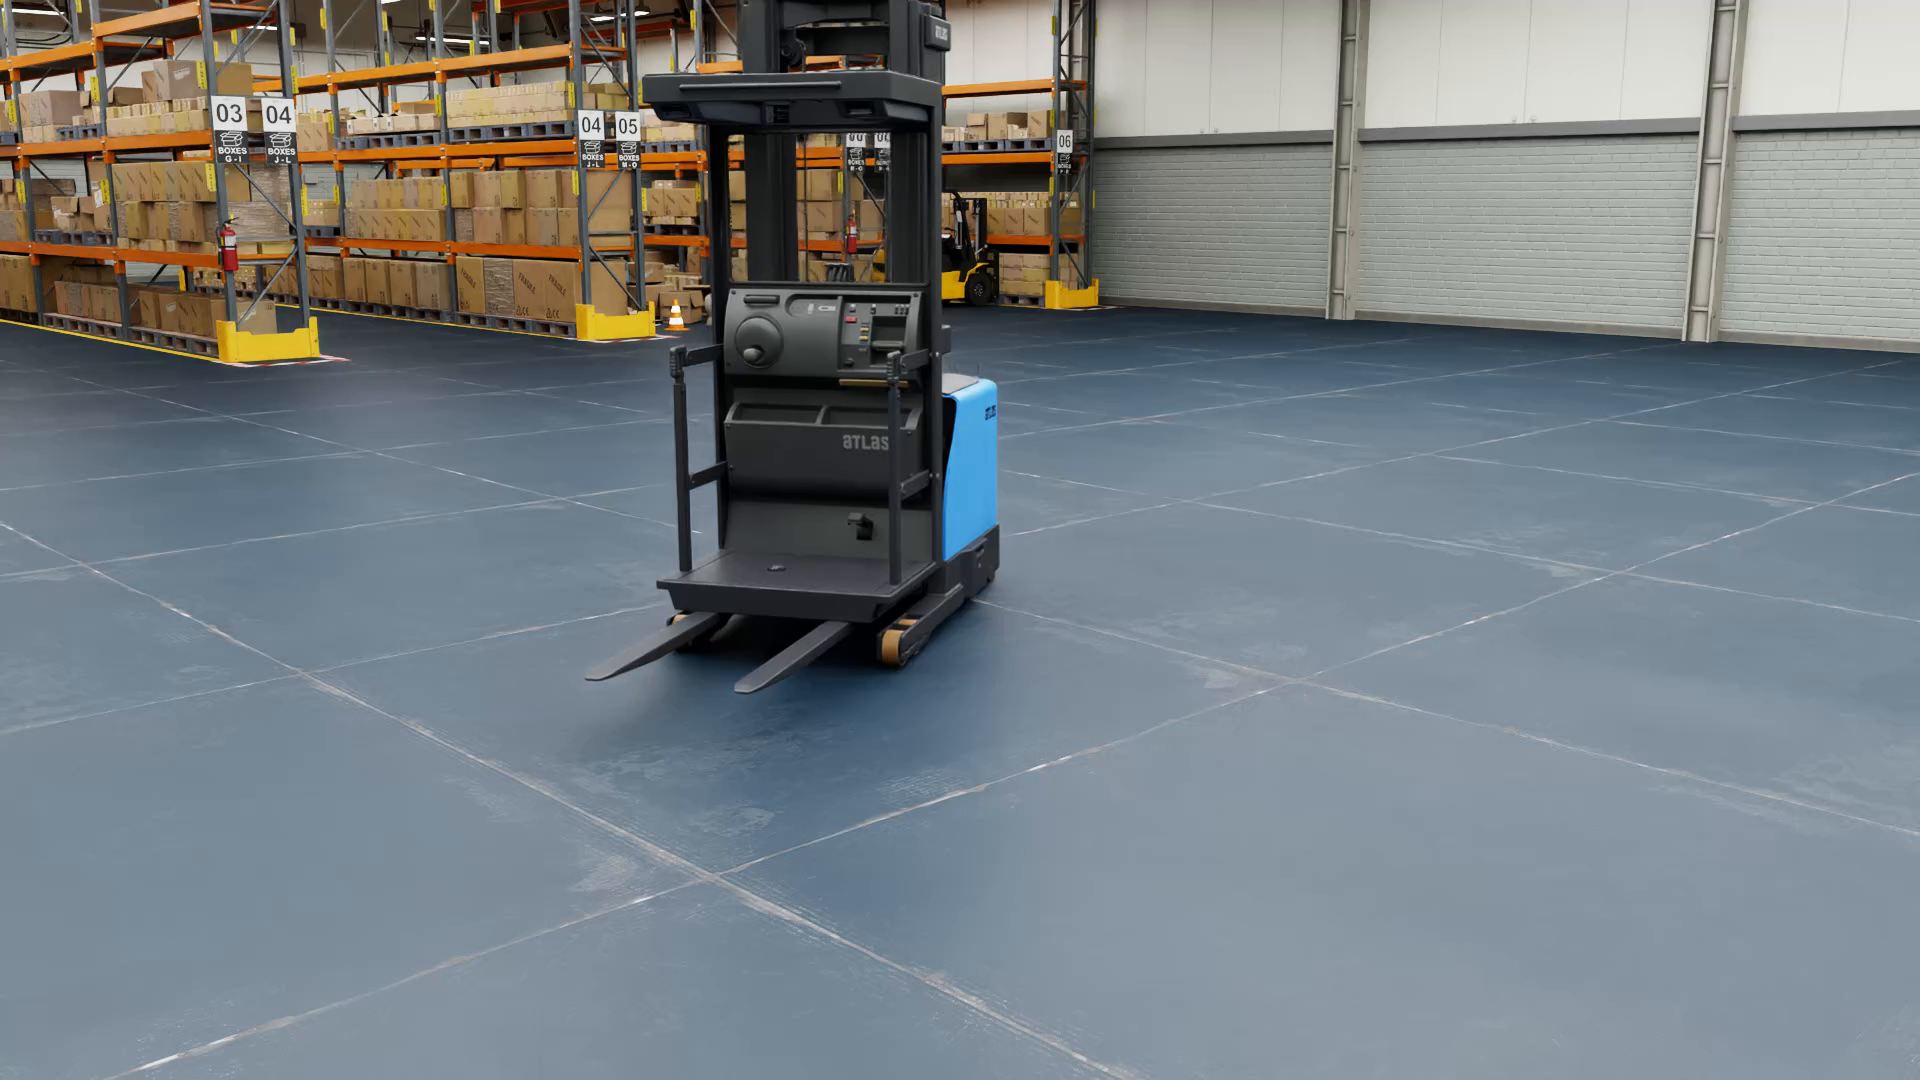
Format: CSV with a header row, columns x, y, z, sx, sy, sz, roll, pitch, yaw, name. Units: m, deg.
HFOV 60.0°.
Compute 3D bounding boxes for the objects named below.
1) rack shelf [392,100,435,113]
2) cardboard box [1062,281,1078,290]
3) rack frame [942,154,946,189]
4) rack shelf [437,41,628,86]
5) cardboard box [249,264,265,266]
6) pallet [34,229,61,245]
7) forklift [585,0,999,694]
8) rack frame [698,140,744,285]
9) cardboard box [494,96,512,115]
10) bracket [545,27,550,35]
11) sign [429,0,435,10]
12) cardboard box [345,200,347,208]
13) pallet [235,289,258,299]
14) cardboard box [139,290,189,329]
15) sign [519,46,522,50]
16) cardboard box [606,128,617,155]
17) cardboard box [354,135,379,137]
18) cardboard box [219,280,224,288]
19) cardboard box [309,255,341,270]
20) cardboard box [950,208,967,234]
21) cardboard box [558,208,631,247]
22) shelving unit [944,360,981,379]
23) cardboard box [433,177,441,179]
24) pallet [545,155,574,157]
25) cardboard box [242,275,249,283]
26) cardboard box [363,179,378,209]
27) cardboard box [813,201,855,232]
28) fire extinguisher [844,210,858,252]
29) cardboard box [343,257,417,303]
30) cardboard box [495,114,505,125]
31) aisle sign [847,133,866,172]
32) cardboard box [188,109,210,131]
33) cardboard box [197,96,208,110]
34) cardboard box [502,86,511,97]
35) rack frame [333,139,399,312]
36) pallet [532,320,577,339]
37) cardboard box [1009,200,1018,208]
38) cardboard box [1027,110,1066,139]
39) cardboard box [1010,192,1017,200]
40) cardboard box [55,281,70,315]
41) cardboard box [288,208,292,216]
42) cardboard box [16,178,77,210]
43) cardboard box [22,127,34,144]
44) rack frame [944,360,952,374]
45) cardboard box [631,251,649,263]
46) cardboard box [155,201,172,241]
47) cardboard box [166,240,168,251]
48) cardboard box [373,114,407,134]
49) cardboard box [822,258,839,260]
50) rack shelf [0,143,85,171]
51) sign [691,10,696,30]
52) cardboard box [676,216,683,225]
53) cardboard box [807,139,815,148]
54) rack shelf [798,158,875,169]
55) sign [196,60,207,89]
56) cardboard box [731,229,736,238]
x,y,z,sx,sy,sz,roll,pitch,yaw,name
-11.184,-9.569,36.832,1.077,0.370,4.000,-11,16,-43,rack shelf
1.874,-4.786,31.482,0.500,0.250,0.500,-11,16,-42,cardboard box
-0.690,-6.412,33.600,1.000,3.000,0.127,-11,16,-43,rack frame
-6.407,-7.113,24.911,1.077,0.370,4.000,-11,16,-43,rack shelf
-14.320,-5.553,33.980,0.250,0.149,0.380,11,16,43,cardboard box
-13.638,-4.739,25.957,1.213,0.211,1.003,-11,16,-43,pallet
-0.684,-0.970,7.357,1.130,2.935,3.031,3,12,15,forklift
-4.278,-5.720,30.240,1.000,3.000,0.127,-11,16,-43,rack frame
-6.605,-6.480,24.843,0.500,0.250,0.500,-11,16,-42,cardboard box
-10.731,-13.395,43.706,0.235,0.232,0.430,-11,16,-43,bracket
-8.172,-8.372,25.737,0.100,0.325,0.005,-11,16,-43,sign
-11.083,-6.143,30.401,0.380,0.149,0.250,-11,16,-43,cardboard box
-13.802,-4.910,33.221,1.003,0.211,1.213,-11,16,-43,pallet
-11.198,-3.256,23.437,0.500,0.500,0.500,11,16,43,cardboard box
-9.418,-10.399,35.575,0.100,0.325,0.005,-11,16,-43,sign
-6.393,-7.682,32.083,0.700,0.500,0.500,-11,16,-43,cardboard box
-10.752,-7.238,29.926,0.500,0.500,0.500,-11,16,-43,cardboard box
-14.867,-5.231,33.892,0.380,0.149,0.250,-11,16,-43,cardboard box
-11.569,-5.083,30.446,0.500,0.250,0.500,-11,16,-42,cardboard box
0.149,-6.212,32.383,0.500,0.500,0.500,-11,16,-43,cardboard box
-5.315,-4.553,24.204,0.875,0.550,0.550,-11,16,-43,cardboard box
-0.037,-0.522,9.843,0.215,1.050,0.252,-11,16,-43,shelving unit
-11.479,-8.005,36.998,0.250,0.149,0.380,11,16,44,cardboard box
-7.523,-7.767,33.210,1.213,0.211,1.003,-10,15,-40,pallet
-13.956,-5.177,32.894,0.250,0.149,0.380,11,16,42,cardboard box
-9.897,-5.997,28.861,0.700,0.500,0.500,-11,16,-43,cardboard box
-2.089,-5.371,27.565,0.500,0.500,0.500,-11,16,-44,cardboard box
-1.770,-5.017,27.022,0.296,0.674,0.183,-11,16,-43,fire extinguisher
-10.195,-4.601,29.346,1.050,0.750,0.750,-11,16,-43,cardboard box
-6.732,-6.293,24.925,0.380,0.149,0.250,-11,16,-42,cardboard box
-1.682,-6.360,26.904,0.394,0.787,0.004,-11,16,-43,aisle sign
-9.200,-5.186,20.586,0.500,0.250,0.500,-10,16,-41,cardboard box
-9.100,-5.343,20.362,0.380,0.149,0.250,-11,16,-43,cardboard box
-6.557,-6.647,24.666,0.380,0.149,0.250,-11,16,-42,cardboard box
-10.550,-5.599,29.654,1.000,3.000,0.127,-11,16,-43,rack frame
-5.634,-3.171,24.782,1.003,0.211,1.213,-11,16,-43,pallet
1.134,-6.324,31.317,0.380,0.149,0.250,-11,16,-43,cardboard box
1.590,-7.632,30.550,0.500,0.500,0.500,-10,15,-41,cardboard box
1.161,-6.476,31.320,0.380,0.149,0.250,-11,16,-42,cardboard box
-13.730,-3.819,26.118,0.500,0.500,0.700,11,16,42,cardboard box
-12.113,-6.024,30.561,0.380,0.149,0.250,-10,16,-41,cardboard box
-14.701,-5.572,26.788,0.797,0.503,0.637,-10,15,-41,cardboard box
-14.067,-6.214,25.578,0.500,0.250,0.500,-11,16,-42,cardboard box
-0.121,-0.540,9.930,0.200,1.050,0.008,-11,16,-43,rack frame
-7.769,-6.821,40.739,0.500,0.500,0.500,-11,16,-42,cardboard box
-10.126,-4.244,22.090,0.875,0.500,0.500,-11,16,-43,cardboard box
-10.263,-3.895,22.007,0.380,0.149,0.250,-11,16,-43,cardboard box
-9.509,-6.995,27.928,0.500,0.311,0.500,-11,16,-44,cardboard box
-2.254,-4.598,28.708,0.500,0.500,0.500,11,16,43,cardboard box
-15.589,-6.331,27.557,1.077,0.370,4.000,-11,16,-43,rack shelf
-4.675,-9.115,29.145,0.100,0.325,0.005,-11,16,-43,sign
-5.002,-5.880,30.600,0.250,0.149,0.380,11,16,43,cardboard box
-2.319,-6.570,27.558,0.380,0.149,0.250,-10,15,-41,cardboard box
-2.071,-7.821,34.787,1.077,0.370,4.000,-11,16,-43,rack shelf
-9.098,-5.583,19.951,0.100,0.325,0.005,-11,16,-43,sign
-3.875,-5.442,29.514,0.380,0.149,0.250,-11,16,-43,cardboard box
